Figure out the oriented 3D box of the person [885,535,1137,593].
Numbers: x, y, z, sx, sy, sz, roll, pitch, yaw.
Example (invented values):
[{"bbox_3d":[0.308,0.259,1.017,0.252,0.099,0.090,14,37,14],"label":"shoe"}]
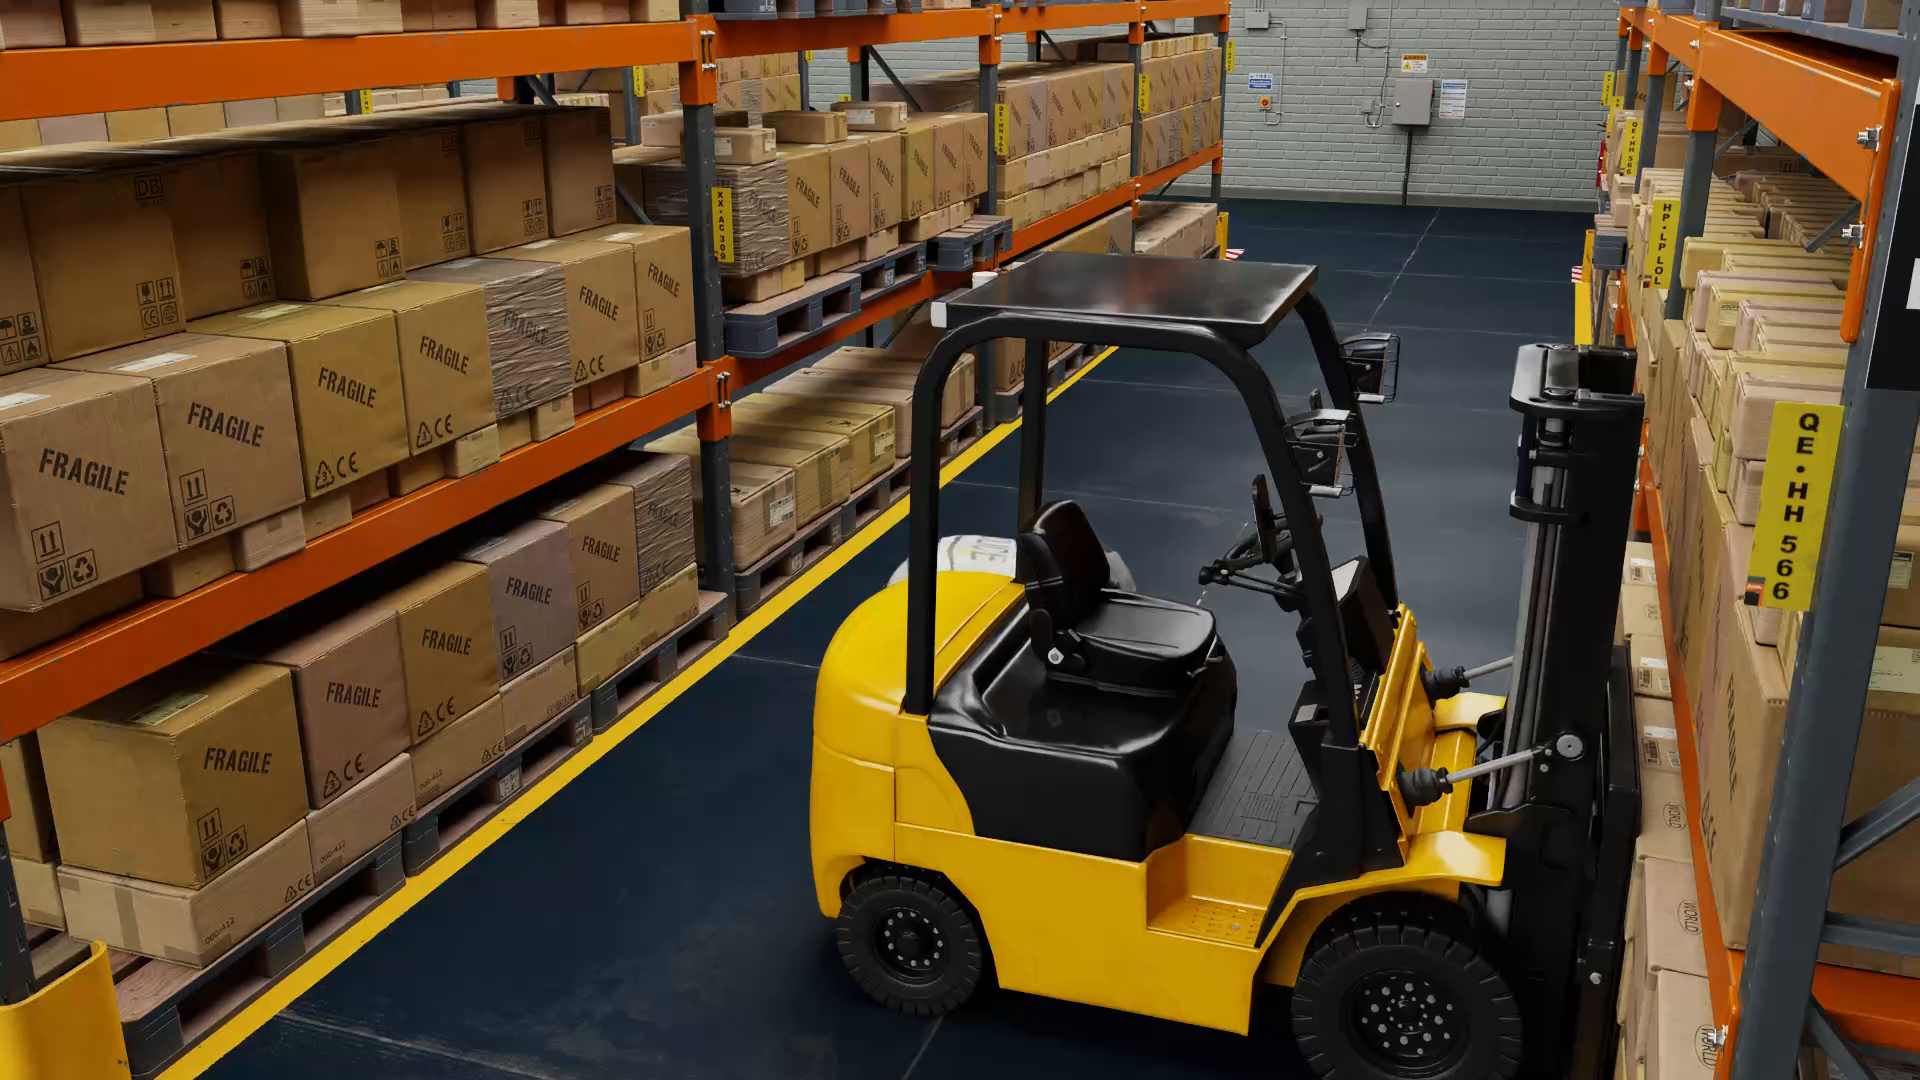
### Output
[{"bbox_3d":[0.214,0.406,6.857,1.026,0.828,0.551,6,19,17],"label":"person"}]
